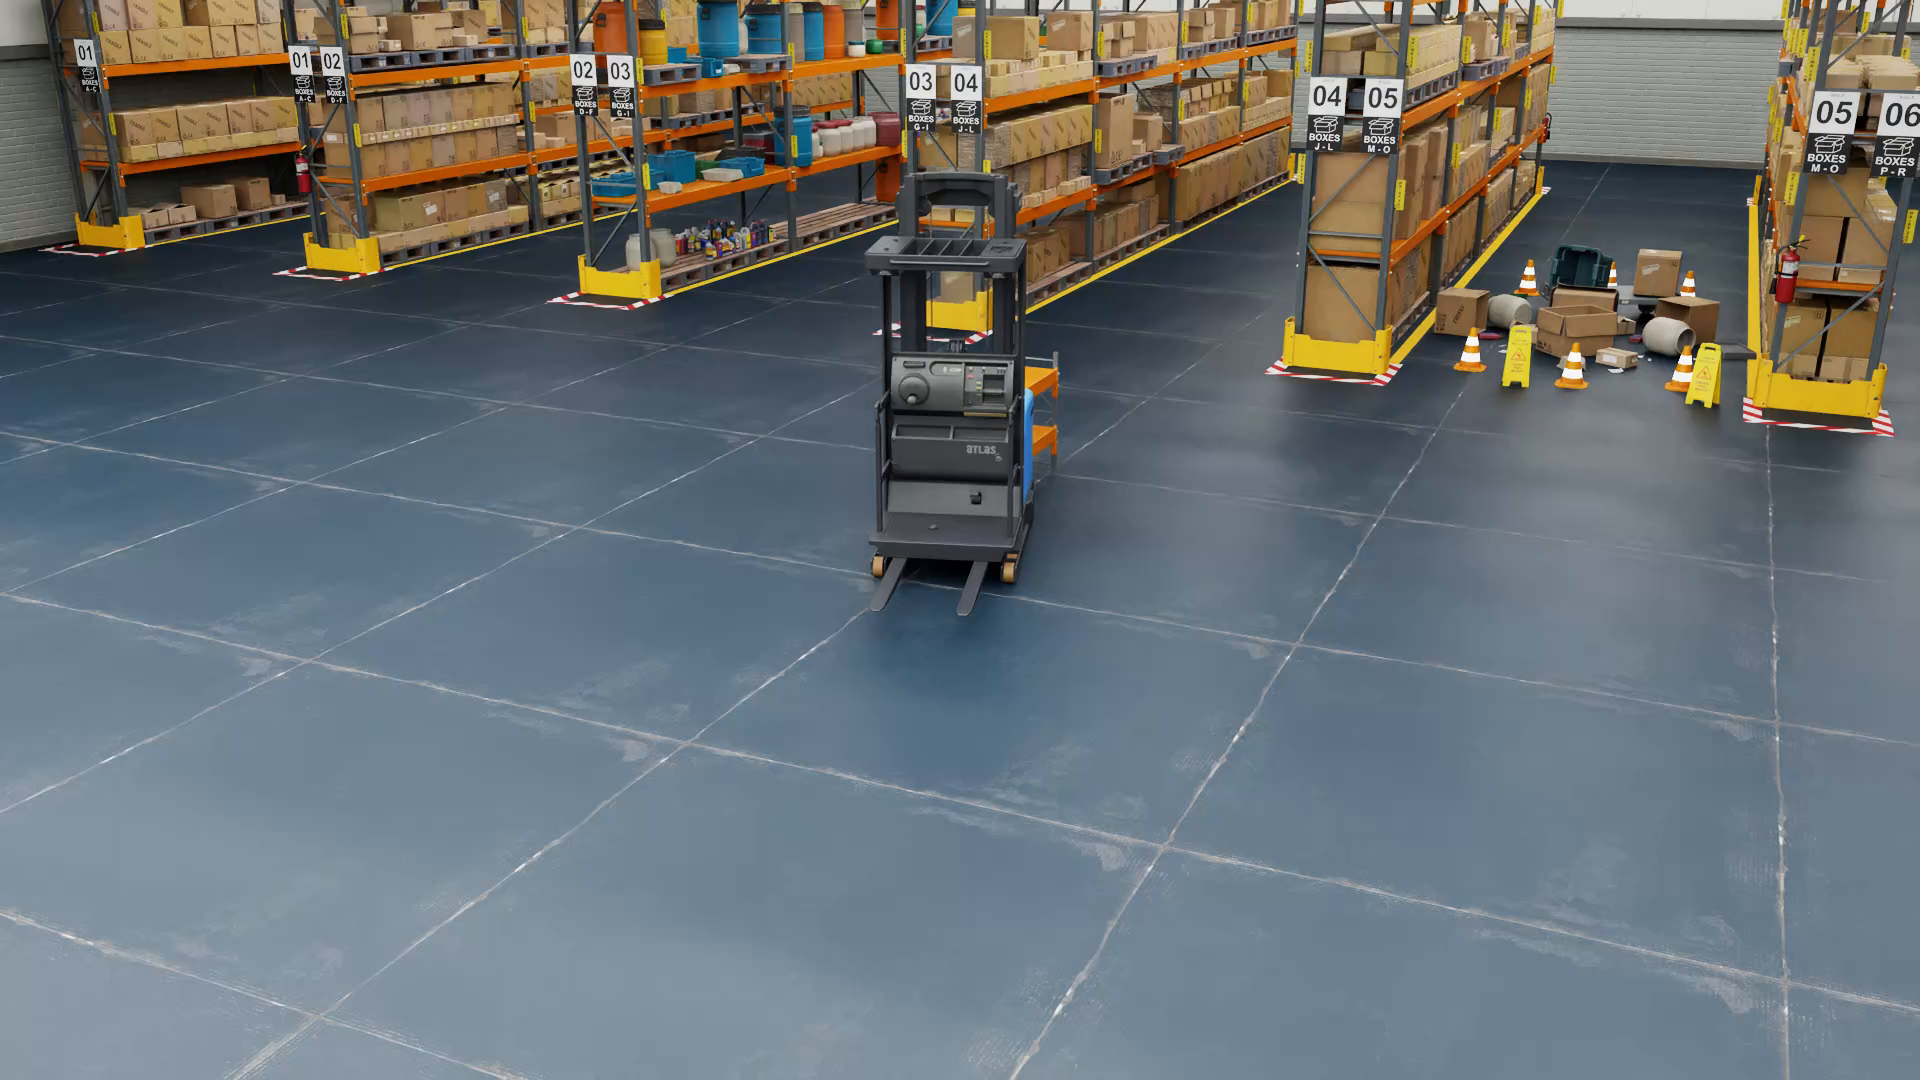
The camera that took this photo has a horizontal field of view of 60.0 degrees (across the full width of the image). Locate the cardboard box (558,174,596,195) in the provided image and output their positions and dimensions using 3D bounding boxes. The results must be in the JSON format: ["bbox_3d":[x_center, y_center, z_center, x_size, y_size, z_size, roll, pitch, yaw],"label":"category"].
[{"bbox_3d":[-6.755,-6.273,29.271,0.500,0.311,0.500,8,21,21],"label":"cardboard box"}]

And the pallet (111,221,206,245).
[{"bbox_3d":[-13.334,-5.112,27.529,1.003,0.211,1.213,9,21,23],"label":"pallet"}]

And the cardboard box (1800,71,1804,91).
[{"bbox_3d":[9.873,-5.210,18.946,0.500,0.250,0.500,8,21,22],"label":"cardboard box"}]

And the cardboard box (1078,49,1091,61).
[{"bbox_3d":[1.595,-6.735,23.081,0.380,0.149,0.250,9,22,24],"label":"cardboard box"}]

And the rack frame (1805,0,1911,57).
[{"bbox_3d":[10.506,-6.810,19.188,1.000,3.000,0.127,9,21,23],"label":"rack frame"}]

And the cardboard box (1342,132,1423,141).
[{"bbox_3d":[5.090,-4.610,20.119,0.875,0.550,0.500,9,21,23],"label":"cardboard box"}]

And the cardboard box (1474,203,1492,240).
[{"bbox_3d":[8.109,-5.056,26.312,0.500,0.500,0.500,8,21,20],"label":"cardboard box"}]

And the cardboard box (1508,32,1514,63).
[{"bbox_3d":[8.261,-7.607,25.756,0.500,0.500,0.500,9,21,23],"label":"cardboard box"}]

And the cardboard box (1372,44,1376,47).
[{"bbox_3d":[4.668,-5.631,19.353,0.500,0.250,0.500,8,21,22],"label":"cardboard box"}]

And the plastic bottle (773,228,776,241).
[{"bbox_3d":[-2.918,-4.758,25.891,0.097,0.201,0.097,0,20,0],"label":"plastic bottle"}]

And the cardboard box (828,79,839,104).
[{"bbox_3d":[-3.011,-9.934,36.776,0.500,0.500,0.500,9,21,23],"label":"cardboard box"}]

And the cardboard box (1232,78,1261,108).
[{"bbox_3d":[5.379,-8.472,31.476,0.500,0.500,0.500,9,21,23],"label":"cardboard box"}]

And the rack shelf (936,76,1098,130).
[{"bbox_3d":[0.646,-5.806,21.915,1.077,0.370,4.000,9,21,23],"label":"rack shelf"}]

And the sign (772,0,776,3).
[{"bbox_3d":[-3.788,-10.917,33.852,0.100,0.325,0.005,9,21,23],"label":"sign"}]

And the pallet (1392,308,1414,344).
[{"bbox_3d":[5.067,-2.722,20.807,1.003,0.211,1.213,9,21,23],"label":"pallet"}]

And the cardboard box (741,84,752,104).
[{"bbox_3d":[-4.694,-9.280,34.310,0.700,0.500,0.500,2,20,4],"label":"cardboard box"}]

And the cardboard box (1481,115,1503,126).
[{"bbox_3d":[8.594,-6.807,26.992,0.380,0.149,0.250,8,21,22],"label":"cardboard box"}]

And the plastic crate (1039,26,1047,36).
[{"bbox_3d":[1.716,-10.664,34.817,0.450,0.188,0.336,9,21,23],"label":"plastic crate"}]

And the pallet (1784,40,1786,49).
[{"bbox_3d":[15.125,-8.795,29.378,1.003,0.211,1.213,9,21,23],"label":"pallet"}]

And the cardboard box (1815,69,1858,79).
[{"bbox_3d":[8.965,-4.729,16.998,0.380,0.149,0.250,8,21,22],"label":"cardboard box"}]

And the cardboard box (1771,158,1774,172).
[{"bbox_3d":[12.529,-5.636,25.063,0.500,0.250,0.500,8,21,22],"label":"cardboard box"}]

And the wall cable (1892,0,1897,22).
[{"bbox_3d":[18.177,-12.152,34.208,2.355,3.000,0.029,9,21,23],"label":"wall cable"}]

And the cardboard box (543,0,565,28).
[{"bbox_3d":[-7.071,-8.958,28.182,0.500,0.500,0.500,11,22,28],"label":"cardboard box"}]

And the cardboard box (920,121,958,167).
[{"bbox_3d":[-0.174,-4.981,20.912,0.500,0.500,0.500,9,21,23],"label":"cardboard box"}]

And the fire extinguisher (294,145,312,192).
[{"bbox_3d":[-9.682,-5.472,24.494,0.296,0.674,0.183,9,21,23],"label":"fire extinguisher"}]

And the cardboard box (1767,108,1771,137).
[{"bbox_3d":[14.961,-7.591,30.189,0.500,0.500,0.500,8,21,22],"label":"cardboard box"}]

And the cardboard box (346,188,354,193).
[{"bbox_3d":[-11.640,-6.804,31.198,0.700,0.500,0.500,8,21,22],"label":"cardboard box"}]

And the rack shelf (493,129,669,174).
[{"bbox_3d":[-6.753,-6.976,29.681,1.077,0.370,4.000,9,21,23],"label":"rack shelf"}]

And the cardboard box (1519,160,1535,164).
[{"bbox_3d":[10.877,-7.238,32.086,0.380,0.149,0.250,9,21,23],"label":"cardboard box"}]

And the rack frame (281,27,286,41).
[{"bbox_3d":[-12.092,-10.209,28.745,1.000,3.000,0.127,9,21,23],"label":"rack frame"}]

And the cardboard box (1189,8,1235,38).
[{"bbox_3d":[4.512,-9.268,29.801,0.700,0.500,0.500,9,22,24],"label":"cardboard box"}]

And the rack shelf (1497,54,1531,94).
[{"bbox_3d":[8.405,-7.540,26.791,1.077,0.370,4.000,9,21,23],"label":"rack shelf"}]

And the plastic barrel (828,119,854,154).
[{"bbox_3d":[-1.985,-6.706,27.645,0.433,0.535,0.433,0,20,0],"label":"plastic barrel"}]

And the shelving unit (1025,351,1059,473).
[{"bbox_3d":[0.445,-1.019,14.655,0.538,1.125,1.048,8,21,22],"label":"shelving unit"}]

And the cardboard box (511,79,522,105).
[{"bbox_3d":[-9.389,-9.386,34.760,0.500,0.500,0.500,9,22,24],"label":"cardboard box"}]

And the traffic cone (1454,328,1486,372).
[{"bbox_3d":[5.823,-2.181,18.911,0.336,0.463,0.334,9,21,23],"label":"traffic cone"}]

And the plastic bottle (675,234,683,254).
[{"bbox_3d":[-4.212,-4.419,24.826,0.152,0.276,0.135,9,21,23],"label":"plastic bottle"}]

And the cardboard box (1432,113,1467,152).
[{"bbox_3d":[6.770,-5.769,23.571,0.700,0.500,0.500,8,21,22],"label":"cardboard box"}]

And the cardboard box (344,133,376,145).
[{"bbox_3d":[-8.852,-5.924,24.532,0.380,0.149,0.250,8,21,22],"label":"cardboard box"}]

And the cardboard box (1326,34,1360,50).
[{"bbox_3d":[4.242,-5.550,18.531,0.380,0.149,0.250,9,21,23],"label":"cardboard box"}]

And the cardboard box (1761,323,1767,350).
[{"bbox_3d":[9.382,-2.265,18.838,0.500,0.250,0.500,8,21,21],"label":"cardboard box"}]

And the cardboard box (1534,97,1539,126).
[{"bbox_3d":[10.285,-7.851,30.474,0.500,0.500,0.500,10,22,25],"label":"cardboard box"}]

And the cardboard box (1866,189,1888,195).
[{"bbox_3d":[10.138,-3.683,18.756,0.500,0.500,0.500,9,22,24],"label":"cardboard box"}]

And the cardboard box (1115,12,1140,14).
[{"bbox_3d":[2.675,-8.153,26.547,0.500,0.500,0.500,9,21,23],"label":"cardboard box"}]

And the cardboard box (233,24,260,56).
[{"bbox_3d":[-12.292,-8.511,28.268,0.500,0.500,0.500,7,21,18],"label":"cardboard box"}]

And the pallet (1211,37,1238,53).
[{"bbox_3d":[4.410,-8.825,29.615,0.805,0.209,1.217,8,21,21],"label":"pallet"}]

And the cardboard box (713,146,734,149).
[{"bbox_3d":[-4.652,-7.685,33.676,0.500,0.500,0.500,9,21,23],"label":"cardboard box"}]

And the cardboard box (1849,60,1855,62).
[{"bbox_3d":[10.613,-5.722,20.203,0.500,0.250,0.500,8,21,22],"label":"cardboard box"}]

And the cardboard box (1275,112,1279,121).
[{"bbox_3d":[6.116,-8.427,33.062,0.380,0.149,0.250,8,21,21],"label":"cardboard box"}]

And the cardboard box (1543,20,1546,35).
[{"bbox_3d":[10.268,-9.237,29.967,0.500,0.250,0.500,8,21,20],"label":"cardboard box"}]

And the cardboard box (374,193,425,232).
[{"bbox_3d":[-8.584,-5.023,25.474,0.500,0.500,0.500,9,21,23],"label":"cardboard box"}]

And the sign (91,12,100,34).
[{"bbox_3d":[-13.235,-7.910,25.453,0.100,0.325,0.005,9,21,23],"label":"sign"}]

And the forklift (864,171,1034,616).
[{"bbox_3d":[-0.082,-1.174,12.396,1.130,2.935,3.031,3,20,7],"label":"forklift"}]

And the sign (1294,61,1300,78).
[{"bbox_3d":[6.868,-9.590,33.876,0.100,0.325,0.005,9,21,23],"label":"sign"}]

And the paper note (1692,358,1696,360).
[{"bbox_3d":[8.615,-2.101,19.332,0.142,0.019,0.148,1,20,4],"label":"paper note"}]

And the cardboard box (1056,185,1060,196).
[{"bbox_3d":[1.153,-4.825,22.936,0.380,0.149,0.250,9,21,23],"label":"cardboard box"}]

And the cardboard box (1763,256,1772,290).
[{"bbox_3d":[11.293,-3.537,22.232,0.950,0.372,0.625,9,22,24],"label":"cardboard box"}]

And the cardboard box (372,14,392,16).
[{"bbox_3d":[-10.959,-9.886,32.135,0.500,0.500,0.500,9,21,23],"label":"cardboard box"}]

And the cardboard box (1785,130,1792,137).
[{"bbox_3d":[11.541,-5.325,22.746,0.500,0.500,0.500,10,22,25],"label":"cardboard box"}]
